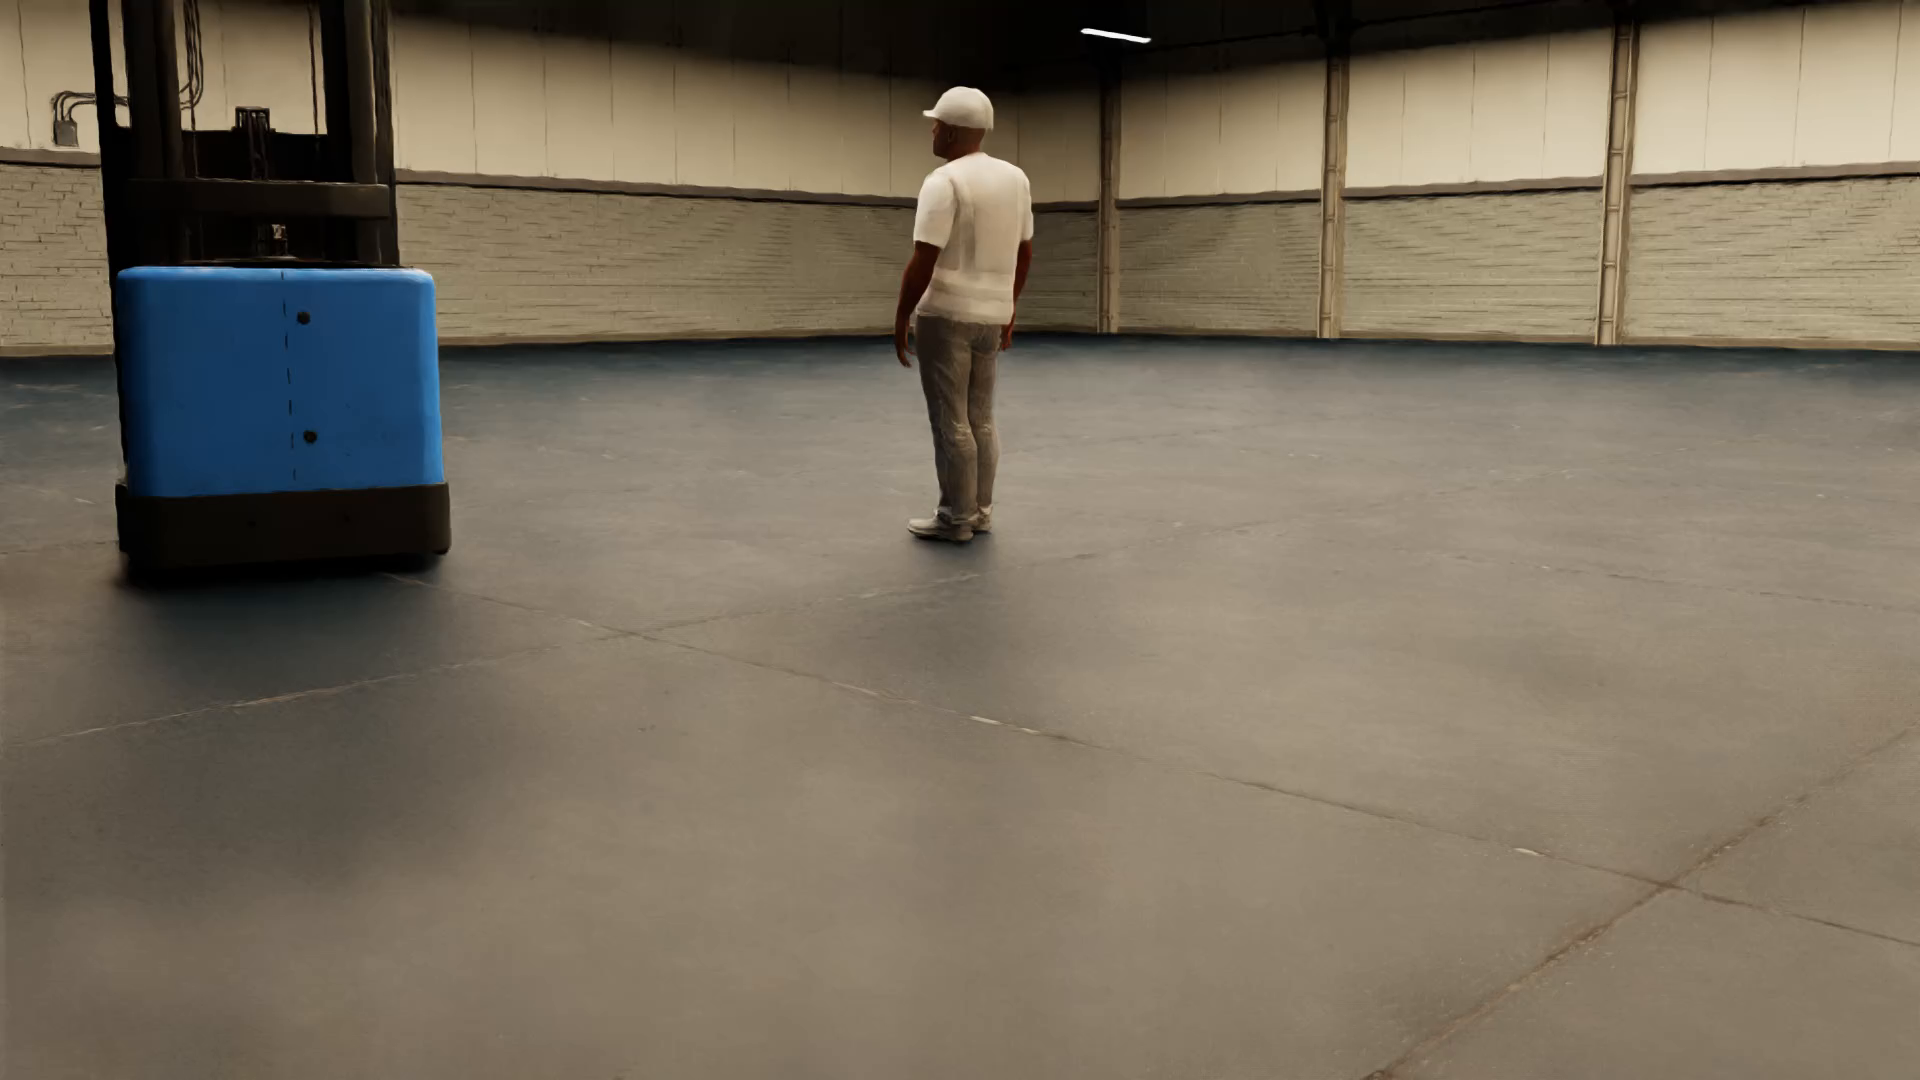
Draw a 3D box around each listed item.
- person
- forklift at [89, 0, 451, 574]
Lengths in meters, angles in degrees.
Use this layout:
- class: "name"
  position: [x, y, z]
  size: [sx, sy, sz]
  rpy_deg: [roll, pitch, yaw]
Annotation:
- class: "person"
  position: [-0.047, -0.888, 6.637]
  size: [0.575, 1.766, 0.665]
  rpy_deg: [8, 12, 43]
- class: "forklift"
  position: [-2.957, -1.512, 6.913]
  size: [1.130, 2.935, 3.031]
  rpy_deg: [-4, 10, -26]
